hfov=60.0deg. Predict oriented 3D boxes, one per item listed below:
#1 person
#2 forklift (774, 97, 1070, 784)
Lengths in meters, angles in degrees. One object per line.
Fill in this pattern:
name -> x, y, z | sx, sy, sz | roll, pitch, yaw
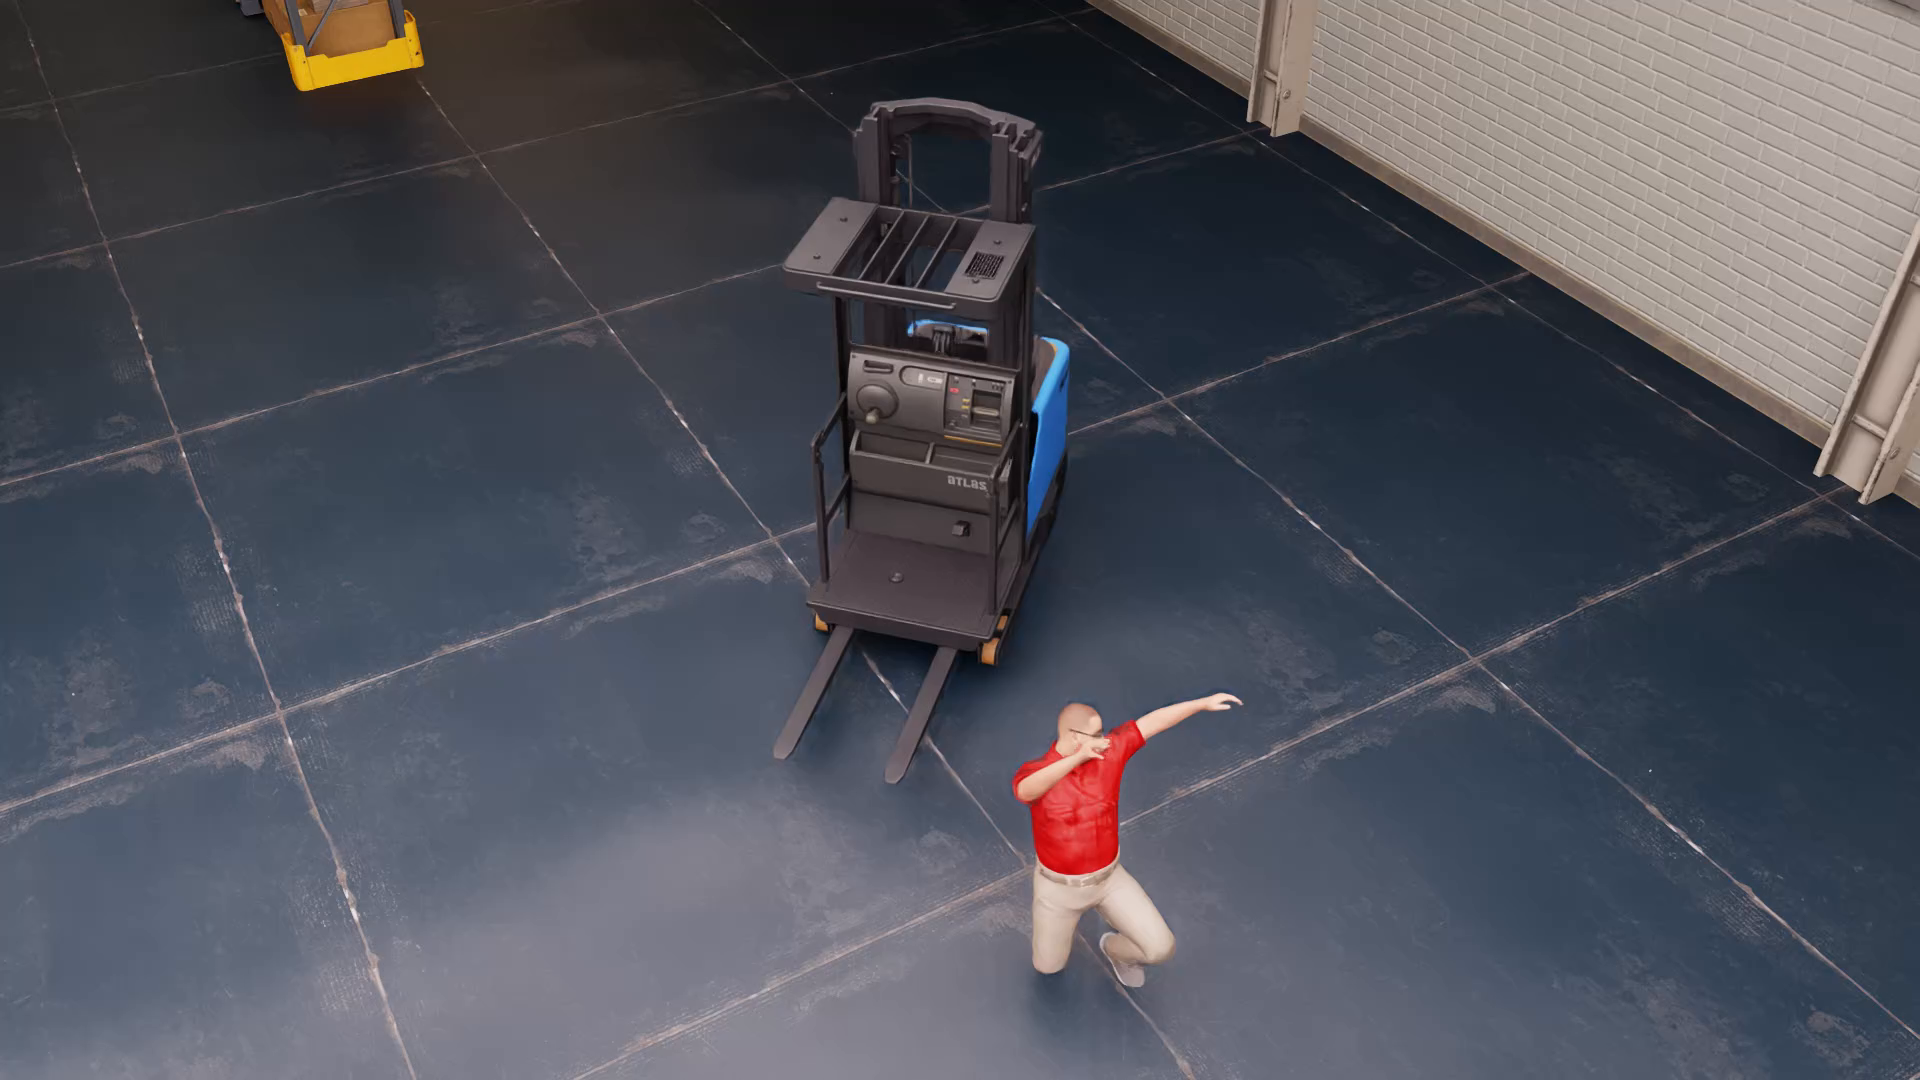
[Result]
person -> 0.783, 1.378, 7.433 | 1.114, 1.666, 0.816 | -11, 41, -13
forklift -> -0.220, -0.699, 8.878 | 1.130, 2.935, 3.031 | 11, 41, 13
